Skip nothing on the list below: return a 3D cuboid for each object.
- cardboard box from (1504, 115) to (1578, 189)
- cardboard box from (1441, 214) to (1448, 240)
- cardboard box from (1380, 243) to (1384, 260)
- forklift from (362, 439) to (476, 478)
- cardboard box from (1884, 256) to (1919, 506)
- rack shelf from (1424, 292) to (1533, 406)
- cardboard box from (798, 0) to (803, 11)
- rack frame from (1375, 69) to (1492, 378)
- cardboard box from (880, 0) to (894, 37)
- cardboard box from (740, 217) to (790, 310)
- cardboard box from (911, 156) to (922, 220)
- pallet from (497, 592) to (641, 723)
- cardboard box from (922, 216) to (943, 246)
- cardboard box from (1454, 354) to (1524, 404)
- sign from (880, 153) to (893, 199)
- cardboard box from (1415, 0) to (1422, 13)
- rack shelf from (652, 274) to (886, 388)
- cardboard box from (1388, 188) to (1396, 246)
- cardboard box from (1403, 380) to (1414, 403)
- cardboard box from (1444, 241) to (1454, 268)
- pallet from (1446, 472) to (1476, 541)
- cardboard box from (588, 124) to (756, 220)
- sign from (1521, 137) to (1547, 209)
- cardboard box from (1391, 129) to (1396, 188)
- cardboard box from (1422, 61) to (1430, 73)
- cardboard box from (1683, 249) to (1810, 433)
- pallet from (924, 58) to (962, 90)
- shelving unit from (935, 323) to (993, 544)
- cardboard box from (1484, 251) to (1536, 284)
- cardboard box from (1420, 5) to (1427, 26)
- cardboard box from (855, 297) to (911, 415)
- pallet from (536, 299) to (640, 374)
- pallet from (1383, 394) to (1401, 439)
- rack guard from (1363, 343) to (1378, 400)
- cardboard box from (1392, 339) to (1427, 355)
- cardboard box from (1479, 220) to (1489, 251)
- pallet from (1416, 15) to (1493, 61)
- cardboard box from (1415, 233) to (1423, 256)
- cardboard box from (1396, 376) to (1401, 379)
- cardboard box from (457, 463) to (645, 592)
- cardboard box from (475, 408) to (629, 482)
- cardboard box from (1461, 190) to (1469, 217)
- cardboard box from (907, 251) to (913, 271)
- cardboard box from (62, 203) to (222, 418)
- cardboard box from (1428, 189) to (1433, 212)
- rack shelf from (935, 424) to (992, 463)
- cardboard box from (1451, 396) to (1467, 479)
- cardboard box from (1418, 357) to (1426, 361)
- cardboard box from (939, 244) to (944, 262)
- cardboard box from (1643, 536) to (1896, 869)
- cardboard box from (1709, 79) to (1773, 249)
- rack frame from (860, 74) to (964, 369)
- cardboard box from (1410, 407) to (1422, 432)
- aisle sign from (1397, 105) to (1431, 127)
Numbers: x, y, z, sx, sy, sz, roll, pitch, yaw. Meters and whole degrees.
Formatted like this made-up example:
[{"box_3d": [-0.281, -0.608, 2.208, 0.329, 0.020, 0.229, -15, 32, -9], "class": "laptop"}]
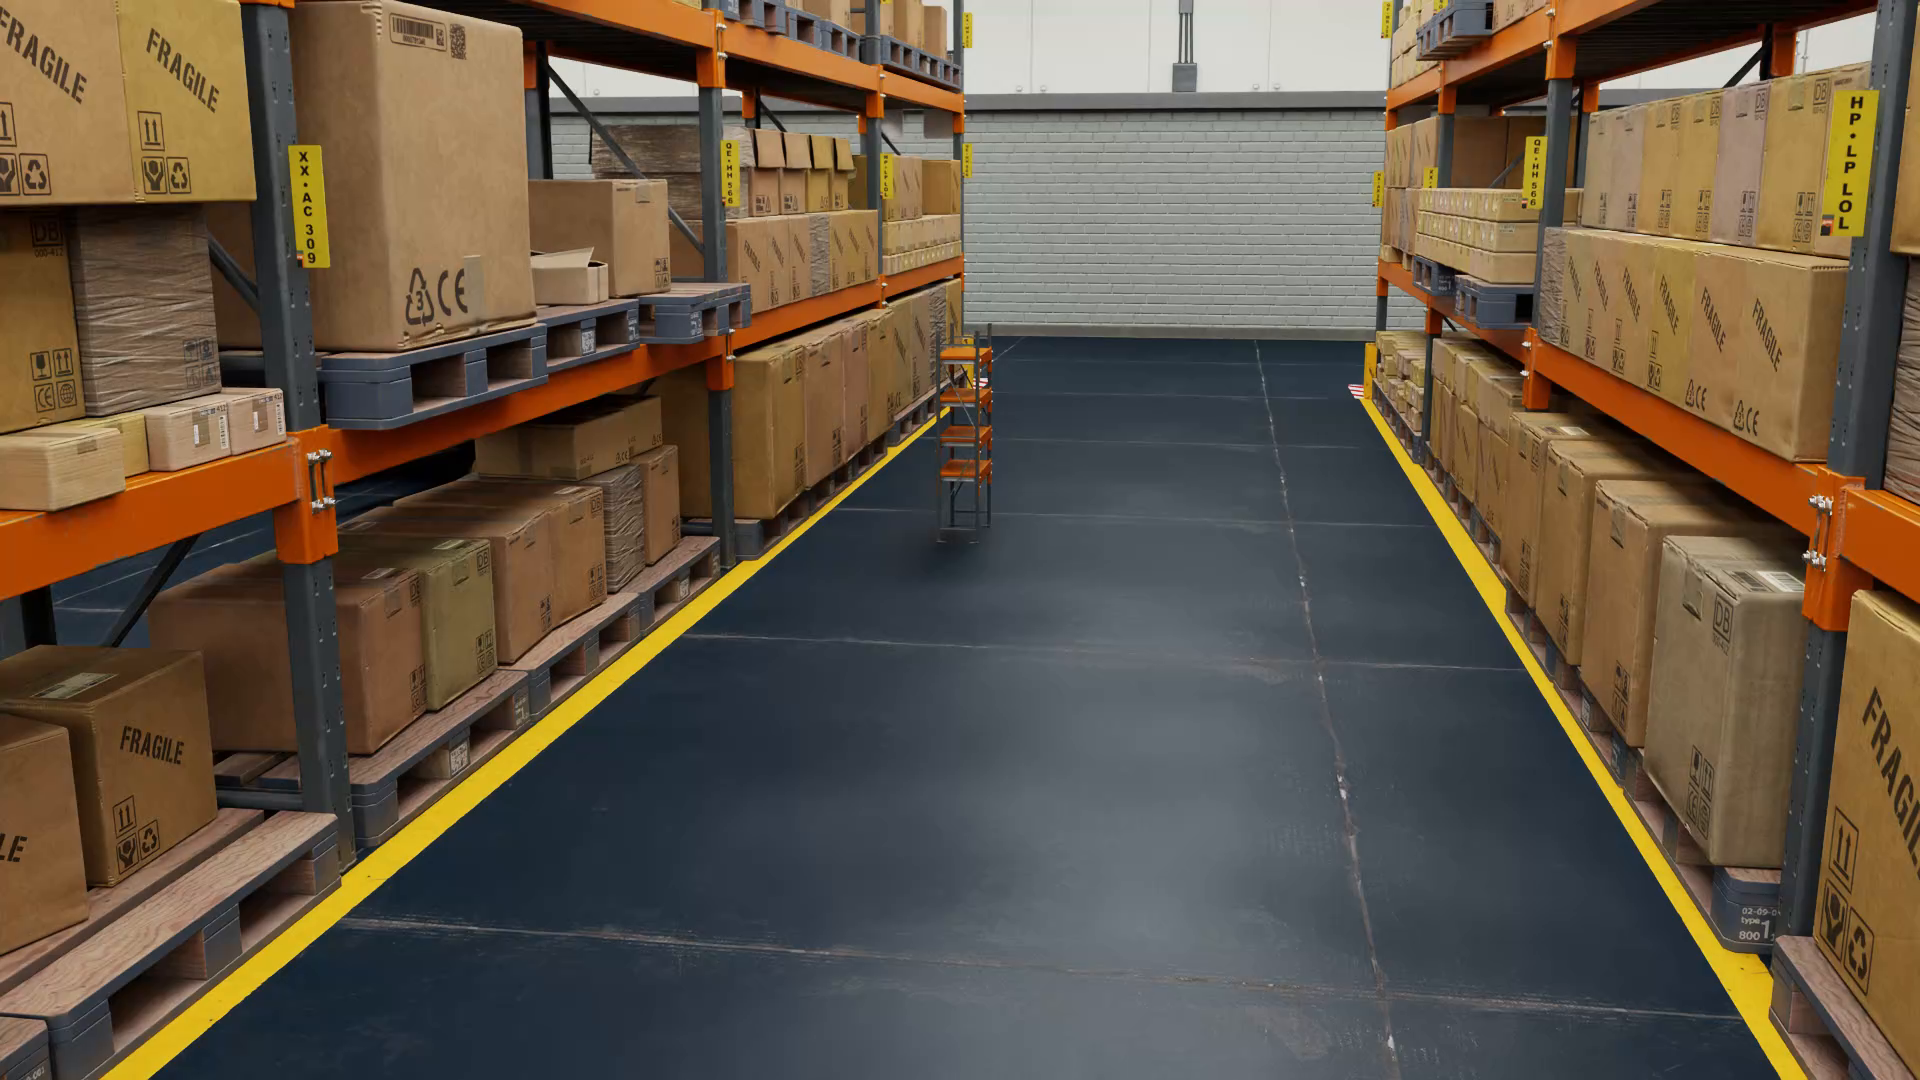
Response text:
[{"box_3d": [4.115, -2.752, 11.824, 0.500, 0.500, 0.500, 2, 12, 10], "class": "cardboard box"}, {"box_3d": [3.093, -1.870, 9.943, 0.380, 0.149, 0.250, 2, 12, 8], "class": "cardboard box"}, {"box_3d": [4.047, -2.635, 15.199, 0.380, 0.149, 0.250, 2, 12, 8], "class": "cardboard box"}, {"box_3d": [-3.656, -1.918, 11.435, 1.130, 2.935, 3.031, 3, 13, 15], "class": "forklift"}, {"box_3d": [2.530, -0.313, 3.471, 0.875, 0.550, 0.550, 2, 12, 9], "class": "cardboard box"}, {"box_3d": [3.498, -1.214, 9.716, 1.077, 0.370, 4.000, 2, 12, 9], "class": "rack shelf"}, {"box_3d": [-1.338, -3.567, 11.018, 0.500, 0.311, 0.500, 1, 12, 7], "class": "cardboard box"}, {"box_3d": [4.420, -2.815, 15.436, 1.000, 3.000, 0.127, 2, 12, 9], "class": "rack frame"}, {"box_3d": [-0.932, -4.210, 13.318, 0.700, 0.500, 0.500, 3, 12, 12], "class": "cardboard box"}, {"box_3d": [-1.275, -1.580, 9.468, 0.500, 0.500, 0.500, 2, 12, 7], "class": "cardboard box"}, {"box_3d": [-0.595, -2.905, 13.723, 0.500, 0.500, 0.500, 1, 12, 7], "class": "cardboard box"}, {"box_3d": [-2.007, 0.448, 6.916, 1.003, 0.211, 1.213, 2, 12, 9], "class": "pallet"}, {"box_3d": [-0.434, -2.748, 14.774, 0.500, 0.250, 0.500, 1, 12, 7], "class": "cardboard box"}, {"box_3d": [3.268, -0.970, 10.031, 0.500, 0.250, 0.500, 2, 12, 11], "class": "cardboard box"}, {"box_3d": [-0.543, -2.676, 12.230, 0.100, 0.325, 0.005, 2, 12, 9], "class": "sign"}, {"box_3d": [3.775, -4.212, 13.021, 0.380, 0.149, 0.250, 2, 12, 8], "class": "cardboard box"}, {"box_3d": [-1.388, -1.396, 10.559, 1.077, 0.370, 4.000, 2, 12, 9], "class": "rack shelf"}, {"box_3d": [4.021, -2.813, 14.481, 0.500, 0.500, 0.500, 2, 12, 9], "class": "cardboard box"}, {"box_3d": [3.593, -1.128, 12.674, 0.380, 0.149, 0.250, 1, 12, 7], "class": "cardboard box"}, {"box_3d": [3.053, -1.673, 9.738, 0.380, 0.149, 0.250, 1, 12, 6], "class": "cardboard box"}, {"box_3d": [3.502, -0.202, 9.932, 1.003, 0.211, 1.213, 2, 12, 9], "class": "pallet"}, {"box_3d": [-1.567, -2.022, 9.139, 0.797, 0.503, 0.637, 2, 12, 11], "class": "cardboard box"}, {"box_3d": [2.652, -1.693, 7.667, 0.100, 0.325, 0.005, 2, 12, 9], "class": "sign"}, {"box_3d": [4.018, -3.308, 14.406, 0.500, 0.500, 0.500, 2, 12, 10], "class": "cardboard box"}, {"box_3d": [3.702, -3.590, 12.267, 0.500, 0.250, 0.500, 2, 12, 8], "class": "cardboard box"}, {"box_3d": [2.469, -0.588, 4.866, 0.500, 0.500, 0.500, 2, 12, 8], "class": "cardboard box"}, {"box_3d": [-0.569, -4.265, 15.254, 1.003, 0.211, 1.213, 2, 12, 9], "class": "pallet"}, {"box_3d": [0.025, -0.621, 9.527, 0.258, 1.200, 0.503, 2, 12, 9], "class": "shelving unit"}, {"box_3d": [2.812, -1.350, 8.236, 0.380, 0.149, 0.250, 2, 12, 10], "class": "cardboard box"}, {"box_3d": [3.792, -3.941, 12.708, 0.500, 0.250, 0.500, 2, 12, 11], "class": "cardboard box"}, {"box_3d": [-0.900, -1.466, 13.220, 0.875, 0.875, 0.875, 2, 12, 9], "class": "cardboard box"}, {"box_3d": [-1.959, -0.824, 6.654, 1.003, 0.211, 1.213, 2, 12, 9], "class": "pallet"}, {"box_3d": [4.059, -1.015, 13.702, 1.003, 0.211, 1.213, 2, 12, 9], "class": "pallet"}, {"box_3d": [4.409, -1.577, 15.626, 1.175, 0.500, 0.348, 2, 12, 9], "class": "rack guard"}, {"box_3d": [3.959, -1.656, 14.414, 0.380, 0.149, 0.250, 1, 12, 6], "class": "cardboard box"}, {"box_3d": [2.855, -1.551, 8.463, 0.380, 0.149, 0.250, 2, 12, 11], "class": "cardboard box"}, {"box_3d": [3.605, -3.232, 10.696, 1.213, 0.211, 1.003, 2, 12, 9], "class": "pallet"}, {"box_3d": [3.290, -1.998, 11.243, 0.380, 0.149, 0.250, 1, 12, 6], "class": "cardboard box"}, {"box_3d": [3.940, -1.313, 14.237, 0.380, 0.149, 0.250, 2, 12, 9], "class": "cardboard box"}, {"box_3d": [-1.851, -0.069, 7.581, 0.700, 0.500, 0.500, 1, 12, 4], "class": "cardboard box"}, {"box_3d": [-1.840, -0.440, 7.524, 0.500, 0.250, 0.500, 3, 13, 15], "class": "cardboard box"}, {"box_3d": [2.974, -1.852, 9.156, 0.380, 0.149, 0.250, 2, 12, 9], "class": "cardboard box"}, {"box_3d": [-0.587, -2.256, 13.440, 0.380, 0.149, 0.250, 2, 12, 7], "class": "cardboard box"}, {"box_3d": [-2.441, -0.601, 4.221, 0.875, 0.500, 0.500, 2, 12, 9], "class": "cardboard box"}, {"box_3d": [3.211, -2.177, 10.663, 0.380, 0.149, 0.250, 2, 12, 9], "class": "cardboard box"}, {"box_3d": [0.025, -0.555, 9.541, 0.258, 0.148, 0.480, 2, 12, 9], "class": "rack shelf"}, {"box_3d": [3.283, -0.601, 10.098, 0.500, 0.500, 0.500, 2, 12, 10], "class": "cardboard box"}, {"box_3d": [3.751, -1.325, 12.882, 0.380, 0.149, 0.250, 2, 12, 11], "class": "cardboard box"}, {"box_3d": [-0.350, -2.577, 14.925, 0.380, 0.149, 0.250, 2, 12, 7], "class": "cardboard box"}, {"box_3d": [2.581, 0.445, 4.651, 1.050, 0.750, 0.750, 2, 12, 8], "class": "cardboard box"}, {"box_3d": [2.801, -1.171, 5.195, 0.700, 0.500, 0.500, 2, 12, 9], "class": "cardboard box"}, {"box_3d": [-0.465, -2.997, 16.279, 1.000, 3.000, 0.127, 2, 12, 9], "class": "rack frame"}, {"box_3d": [3.529, -0.887, 12.258, 0.380, 0.149, 0.250, 2, 12, 9], "class": "cardboard box"}, {"box_3d": [4.135, -4.111, 15.278, 0.394, 0.787, 0.004, 2, 12, 9], "class": "aisle sign"}]
